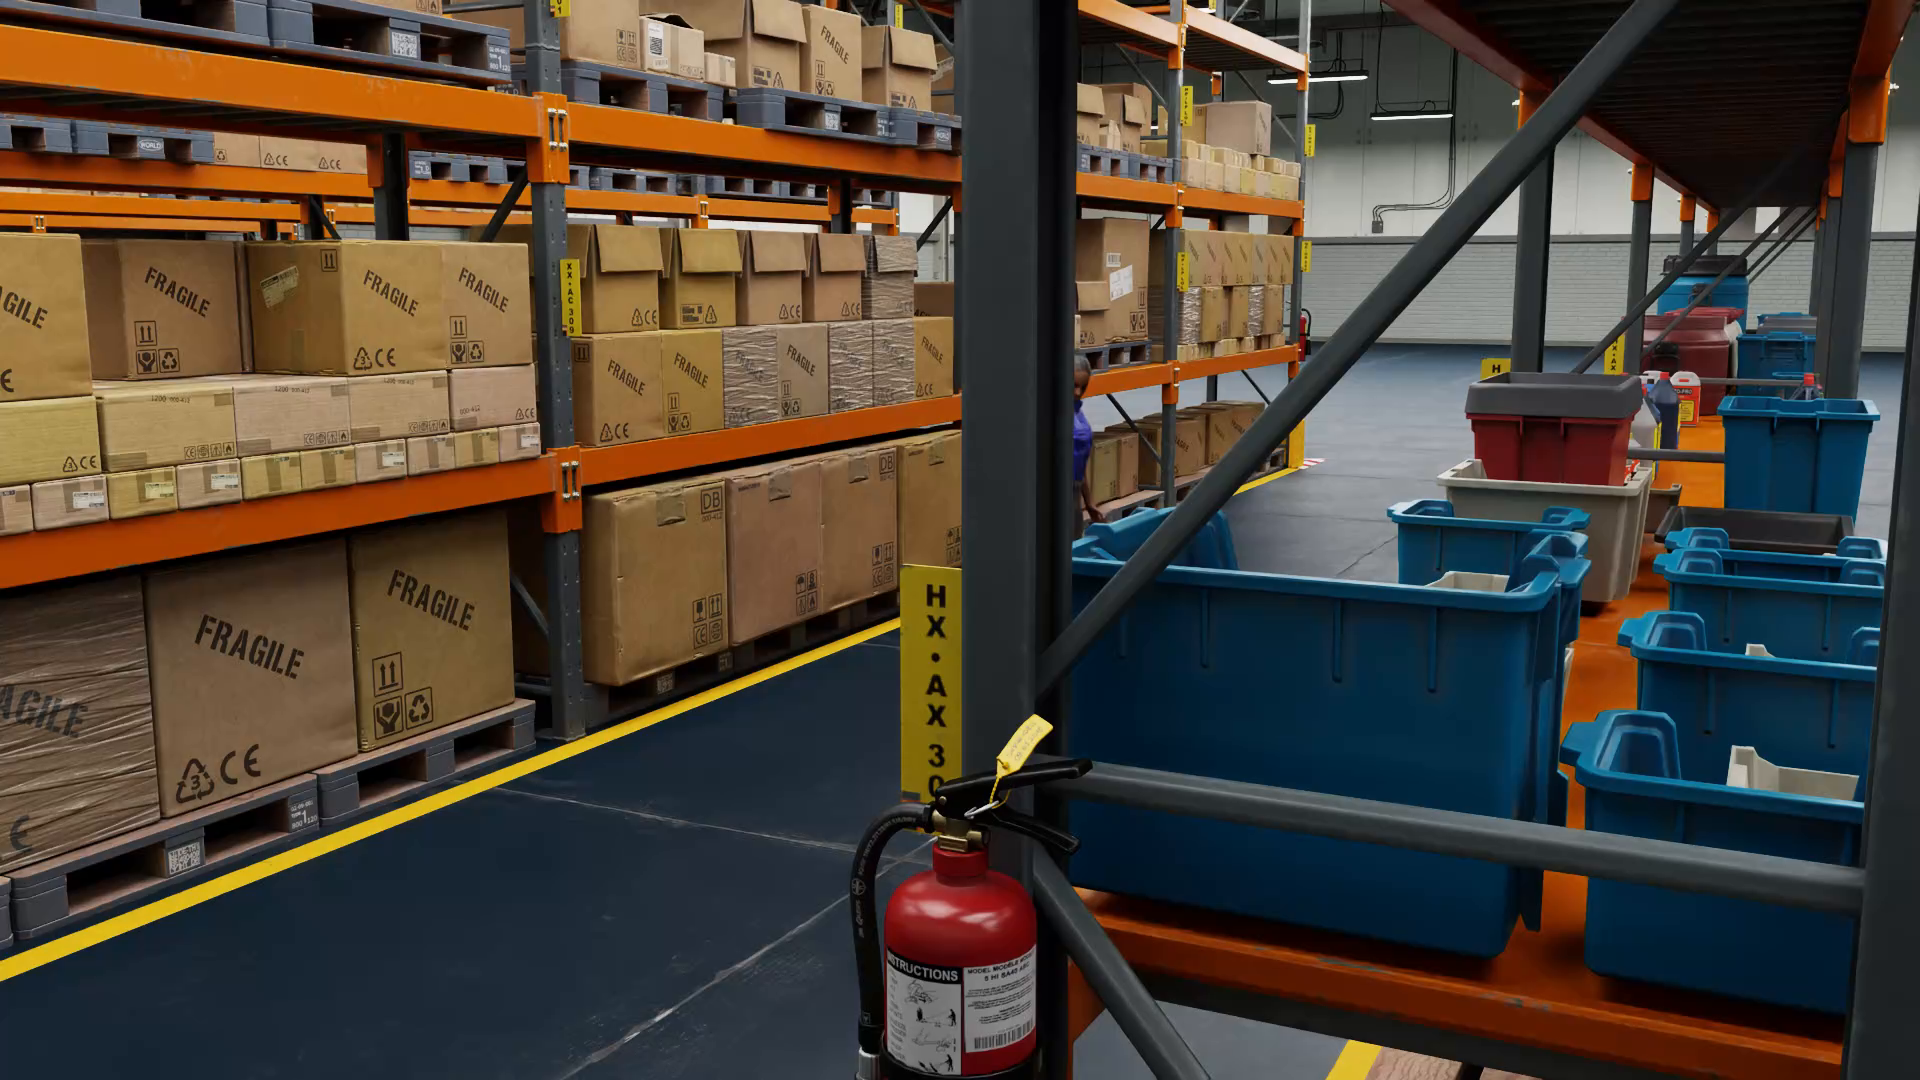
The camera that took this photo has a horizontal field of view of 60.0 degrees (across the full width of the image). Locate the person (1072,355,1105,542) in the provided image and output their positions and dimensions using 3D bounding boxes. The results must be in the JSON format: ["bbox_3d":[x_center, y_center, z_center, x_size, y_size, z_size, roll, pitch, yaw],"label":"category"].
[{"bbox_3d":[0.548,-0.148,8.795,0.333,1.664,0.543,3,10,19],"label":"person"}]
